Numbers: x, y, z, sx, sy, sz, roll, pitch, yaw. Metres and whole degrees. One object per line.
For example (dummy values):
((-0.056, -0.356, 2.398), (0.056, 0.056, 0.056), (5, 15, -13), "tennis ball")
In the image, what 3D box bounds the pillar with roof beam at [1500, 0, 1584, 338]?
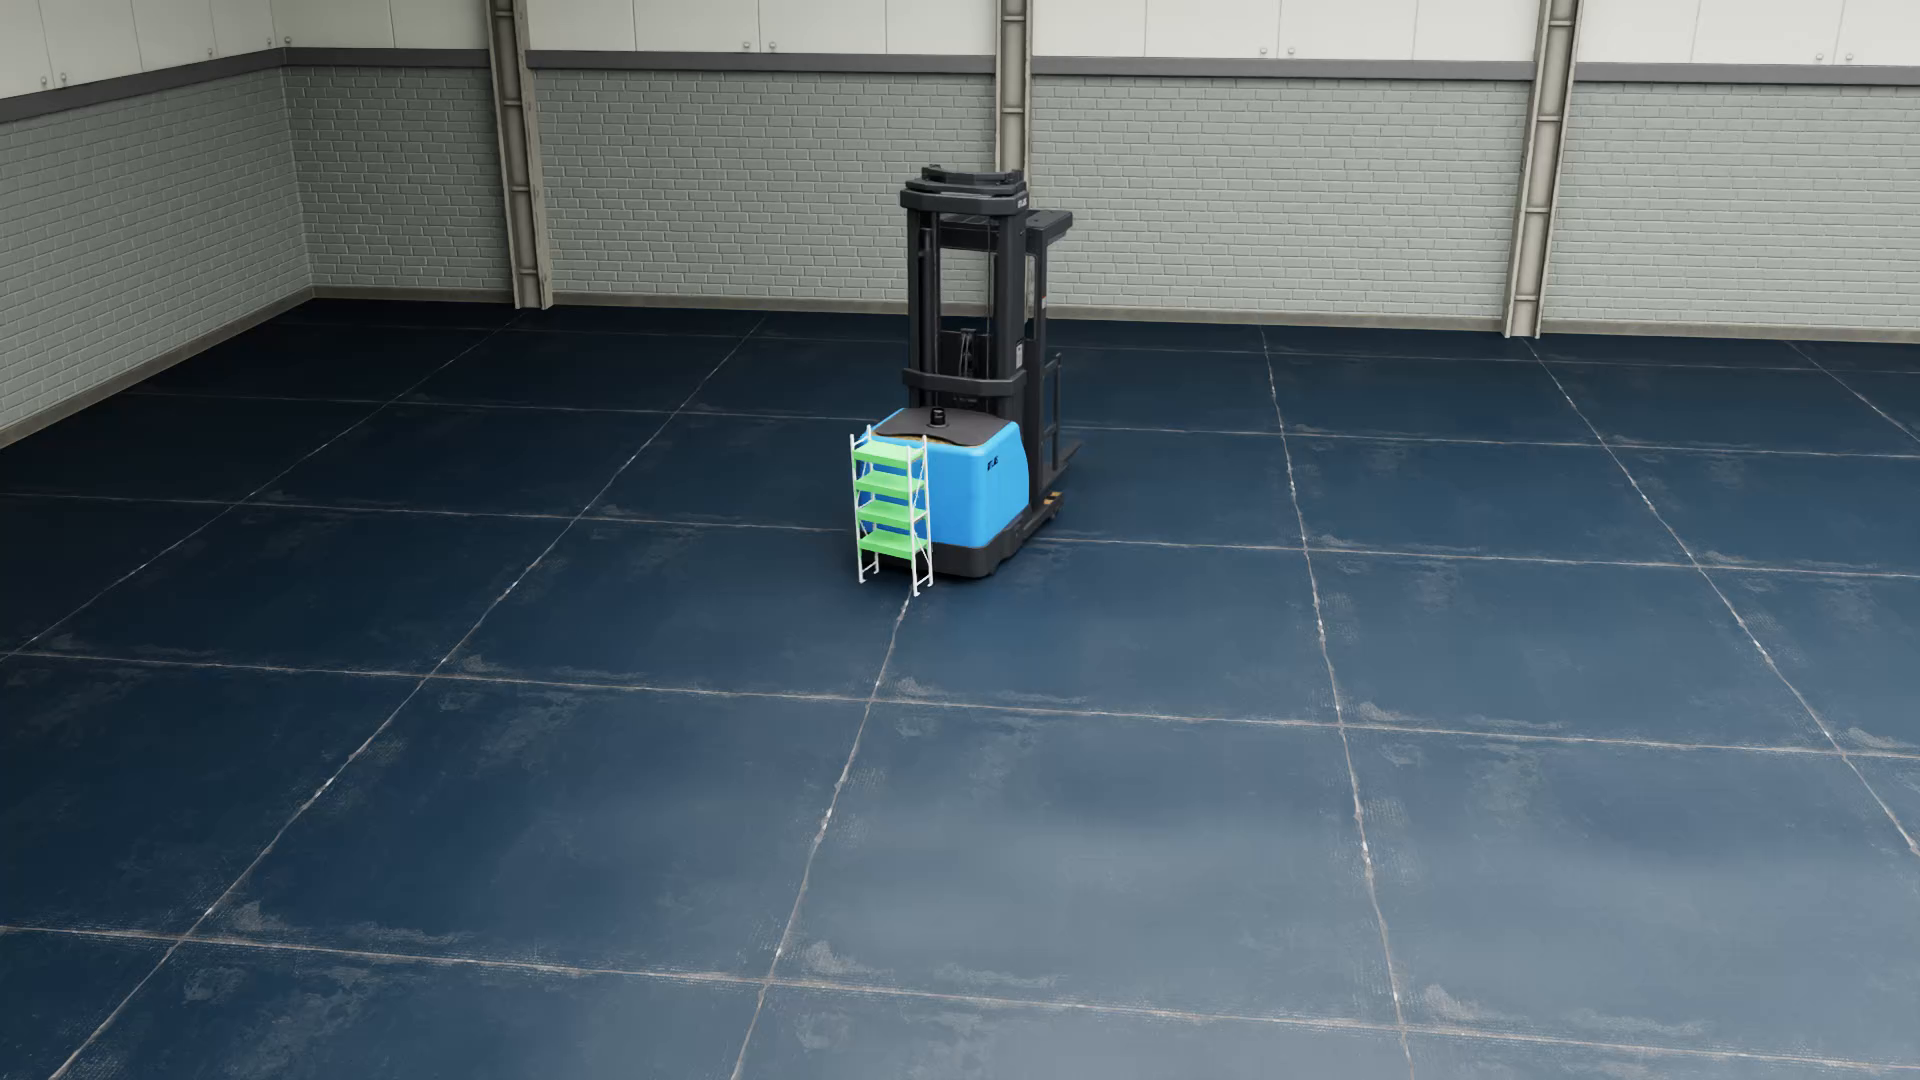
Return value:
((6.073, -5.028, 13.919), (0.400, 9.000, 9.100), (2, 22, 6), "pillar with roof beam")

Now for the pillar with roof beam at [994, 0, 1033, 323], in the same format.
((0.115, -5.288, 14.575), (0.400, 9.000, 9.100), (2, 22, 6), "pillar with roof beam")

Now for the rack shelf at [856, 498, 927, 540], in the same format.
((-0.502, -0.157, 12.359), (0.480, 0.148, 0.258), (12, 28, 29), "rack shelf")

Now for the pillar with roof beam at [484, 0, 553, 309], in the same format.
((-5.843, -5.547, 15.232), (0.400, 9.000, 9.100), (2, 22, 6), "pillar with roof beam")

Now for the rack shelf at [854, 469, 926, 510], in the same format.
((-0.510, -0.376, 12.259), (0.480, 0.148, 0.258), (12, 28, 29), "rack shelf")

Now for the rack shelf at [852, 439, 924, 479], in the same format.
((-0.517, -0.594, 12.159), (0.480, 0.148, 0.258), (12, 28, 29), "rack shelf")

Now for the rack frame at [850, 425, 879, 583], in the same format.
((-0.713, -0.262, 12.449), (0.015, 1.200, 0.240), (12, 28, 29), "rack frame")

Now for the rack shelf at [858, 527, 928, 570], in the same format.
((-0.494, 0.061, 12.458), (0.480, 0.148, 0.258), (12, 28, 29), "rack shelf")

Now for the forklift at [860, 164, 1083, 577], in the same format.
((0.243, -1.590, 13.475), (1.130, 2.935, 3.031), (8, 23, 20), "forklift")

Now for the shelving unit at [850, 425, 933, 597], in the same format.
((-0.504, -0.216, 12.332), (0.503, 1.200, 0.258), (12, 28, 29), "shelving unit")

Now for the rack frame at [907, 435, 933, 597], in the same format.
((-0.295, -0.169, 12.215), (0.015, 1.200, 0.240), (12, 28, 29), "rack frame")
